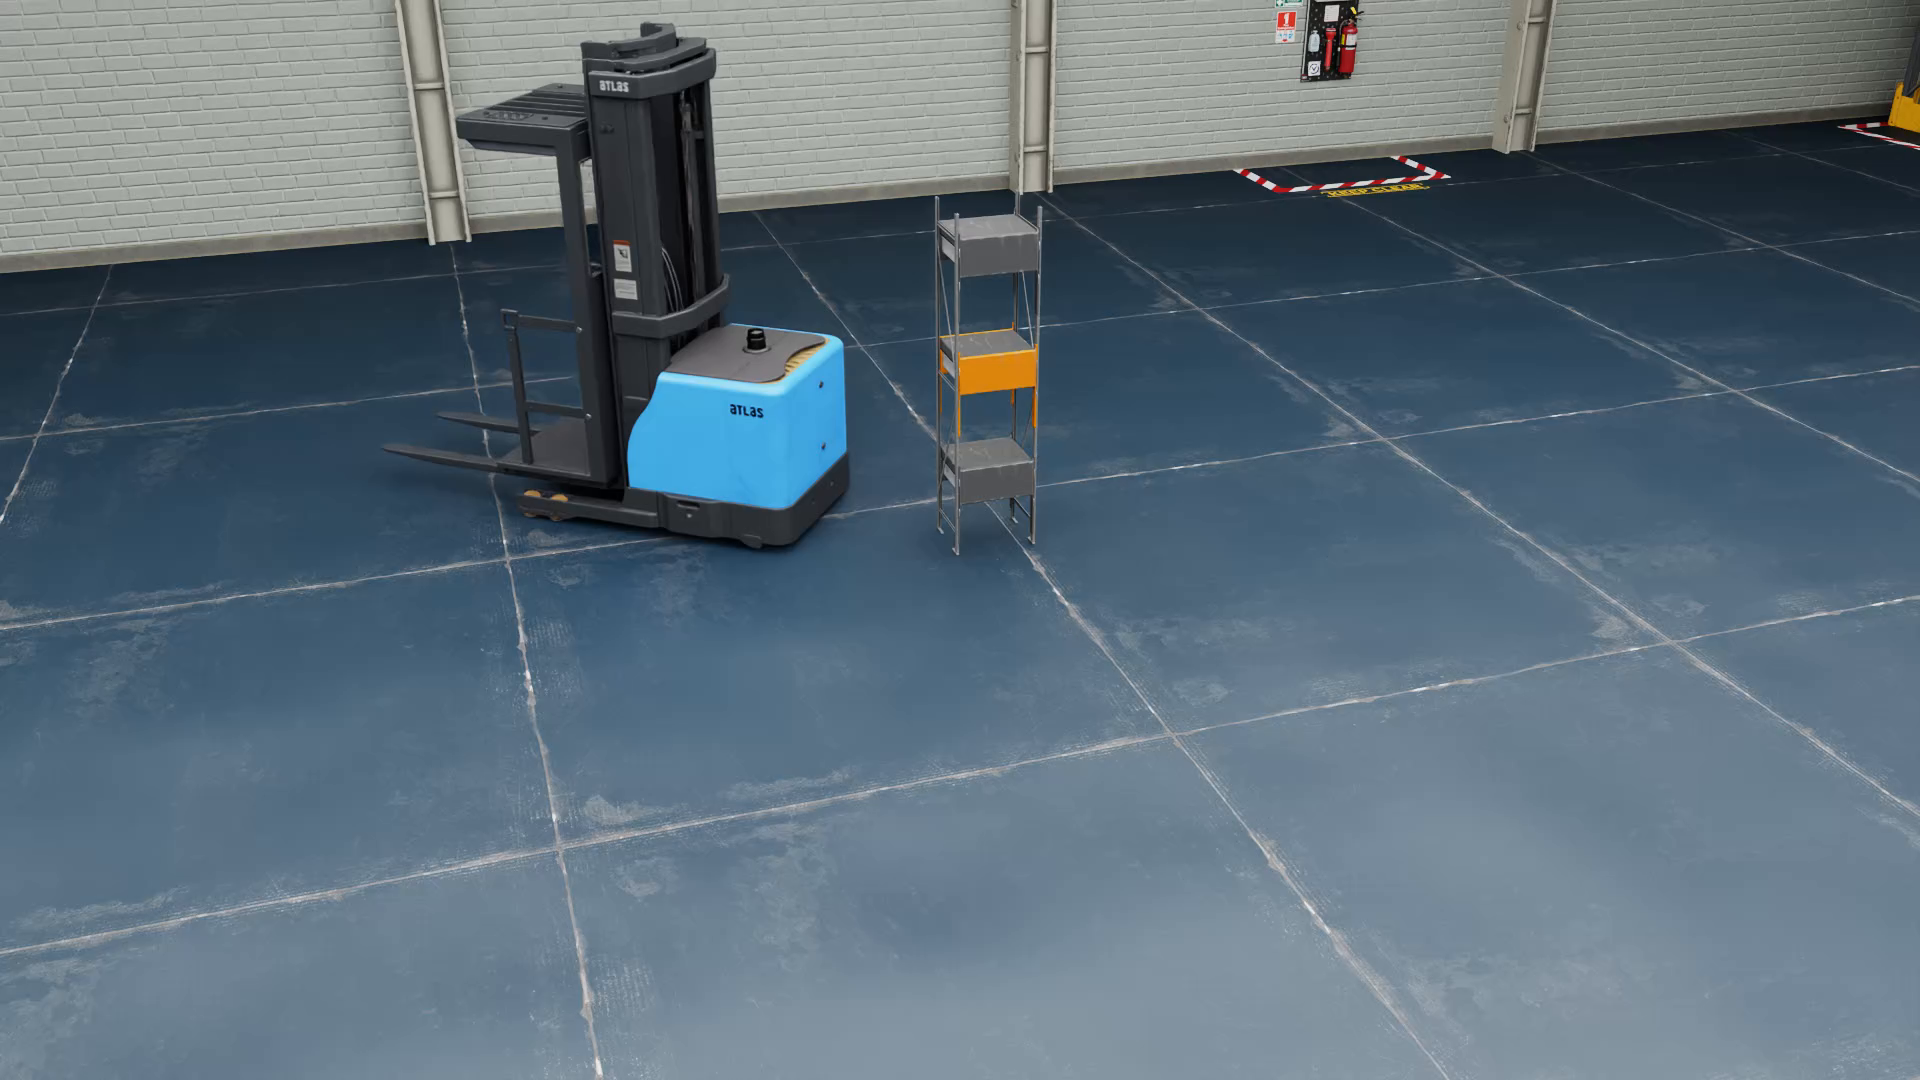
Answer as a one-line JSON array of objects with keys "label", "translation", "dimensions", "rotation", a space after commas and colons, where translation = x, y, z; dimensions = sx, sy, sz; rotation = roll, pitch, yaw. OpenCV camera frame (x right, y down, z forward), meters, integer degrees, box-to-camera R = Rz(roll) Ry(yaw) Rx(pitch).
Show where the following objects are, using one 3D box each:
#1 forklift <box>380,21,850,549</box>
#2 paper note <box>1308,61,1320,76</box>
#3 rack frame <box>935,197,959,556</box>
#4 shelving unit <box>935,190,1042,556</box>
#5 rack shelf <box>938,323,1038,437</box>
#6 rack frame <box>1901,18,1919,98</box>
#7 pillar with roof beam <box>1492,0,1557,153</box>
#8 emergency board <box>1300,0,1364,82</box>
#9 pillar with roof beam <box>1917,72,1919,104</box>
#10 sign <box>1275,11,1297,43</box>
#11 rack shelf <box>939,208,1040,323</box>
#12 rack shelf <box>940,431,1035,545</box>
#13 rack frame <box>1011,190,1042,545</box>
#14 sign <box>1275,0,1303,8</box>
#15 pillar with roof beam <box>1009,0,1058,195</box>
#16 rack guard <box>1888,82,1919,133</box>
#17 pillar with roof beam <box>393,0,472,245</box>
[{"label": "forklift", "translation": [-2.289, -1.642, 10.261], "dimensions": [3.031, 2.935, 1.130], "rotation": [9, 28, 17]}, {"label": "paper note", "translation": [3.910, -5.202, 18.346], "dimensions": [0.142, 0.148, 0.016], "rotation": [-8, 28, -16]}, {"label": "rack frame", "translation": [-0.075, -0.930, 9.761], "dimensions": [0.015, 2.100, 0.400], "rotation": [-8, 28, -16]}, {"label": "shelving unit", "translation": [0.157, -0.963, 9.829], "dimensions": [0.503, 2.100, 0.431], "rotation": [-8, 28, -16]}, {"label": "rack shelf", "translation": [0.157, -0.951, 9.835], "dimensions": [0.480, 0.518, 0.431], "rotation": [-8, 28, -16]}, {"label": "rack frame", "translation": [11.769, -6.280, 19.527], "dimensions": [0.127, 3.000, 1.000], "rotation": [-8, 28, -16]}, {"label": "pillar with roof beam", "translation": [7.795, -6.783, 13.793], "dimensions": [0.400, 9.000, 9.100], "rotation": [-8, 28, -16]}, {"label": "emergency board", "translation": [4.100, -5.592, 18.141], "dimensions": [0.643, 1.169, 0.194], "rotation": [-8, 28, -16]}, {"label": "pillar with roof beam", "translation": [13.500, -7.609, 15.457], "dimensions": [0.400, 9.000, 9.100], "rotation": [-8, 28, -16]}, {"label": "sign", "translation": [3.542, -5.575, 18.067], "dimensions": [0.234, 0.329, 0.001], "rotation": [-8, 28, -16]}, {"label": "rack shelf", "translation": [0.157, -1.578, 9.524], "dimensions": [0.480, 0.518, 0.431], "rotation": [-8, 28, -16]}, {"label": "rack shelf", "translation": [0.157, -0.324, 10.146], "dimensions": [0.480, 0.518, 0.431], "rotation": [-8, 28, -16]}, {"label": "rack frame", "translation": [0.389, -0.997, 9.897], "dimensions": [0.015, 2.100, 0.400], "rotation": [-8, 28, -16]}, {"label": "sign", "translation": [3.550, -5.810, 17.943], "dimensions": [0.331, 0.109, 0.001], "rotation": [-8, 28, -16]}, {"label": "pillar with roof beam", "translation": [2.090, -5.957, 12.129], "dimensions": [0.400, 9.000, 9.100], "rotation": [-8, 28, -16]}, {"label": "rack guard", "translation": [11.841, -5.171, 20.104], "dimensions": [0.348, 0.500, 1.175], "rotation": [-8, 28, -16]}, {"label": "pillar with roof beam", "translation": [-3.615, -5.131, 10.465], "dimensions": [0.400, 9.000, 9.100], "rotation": [-8, 28, -16]}]
